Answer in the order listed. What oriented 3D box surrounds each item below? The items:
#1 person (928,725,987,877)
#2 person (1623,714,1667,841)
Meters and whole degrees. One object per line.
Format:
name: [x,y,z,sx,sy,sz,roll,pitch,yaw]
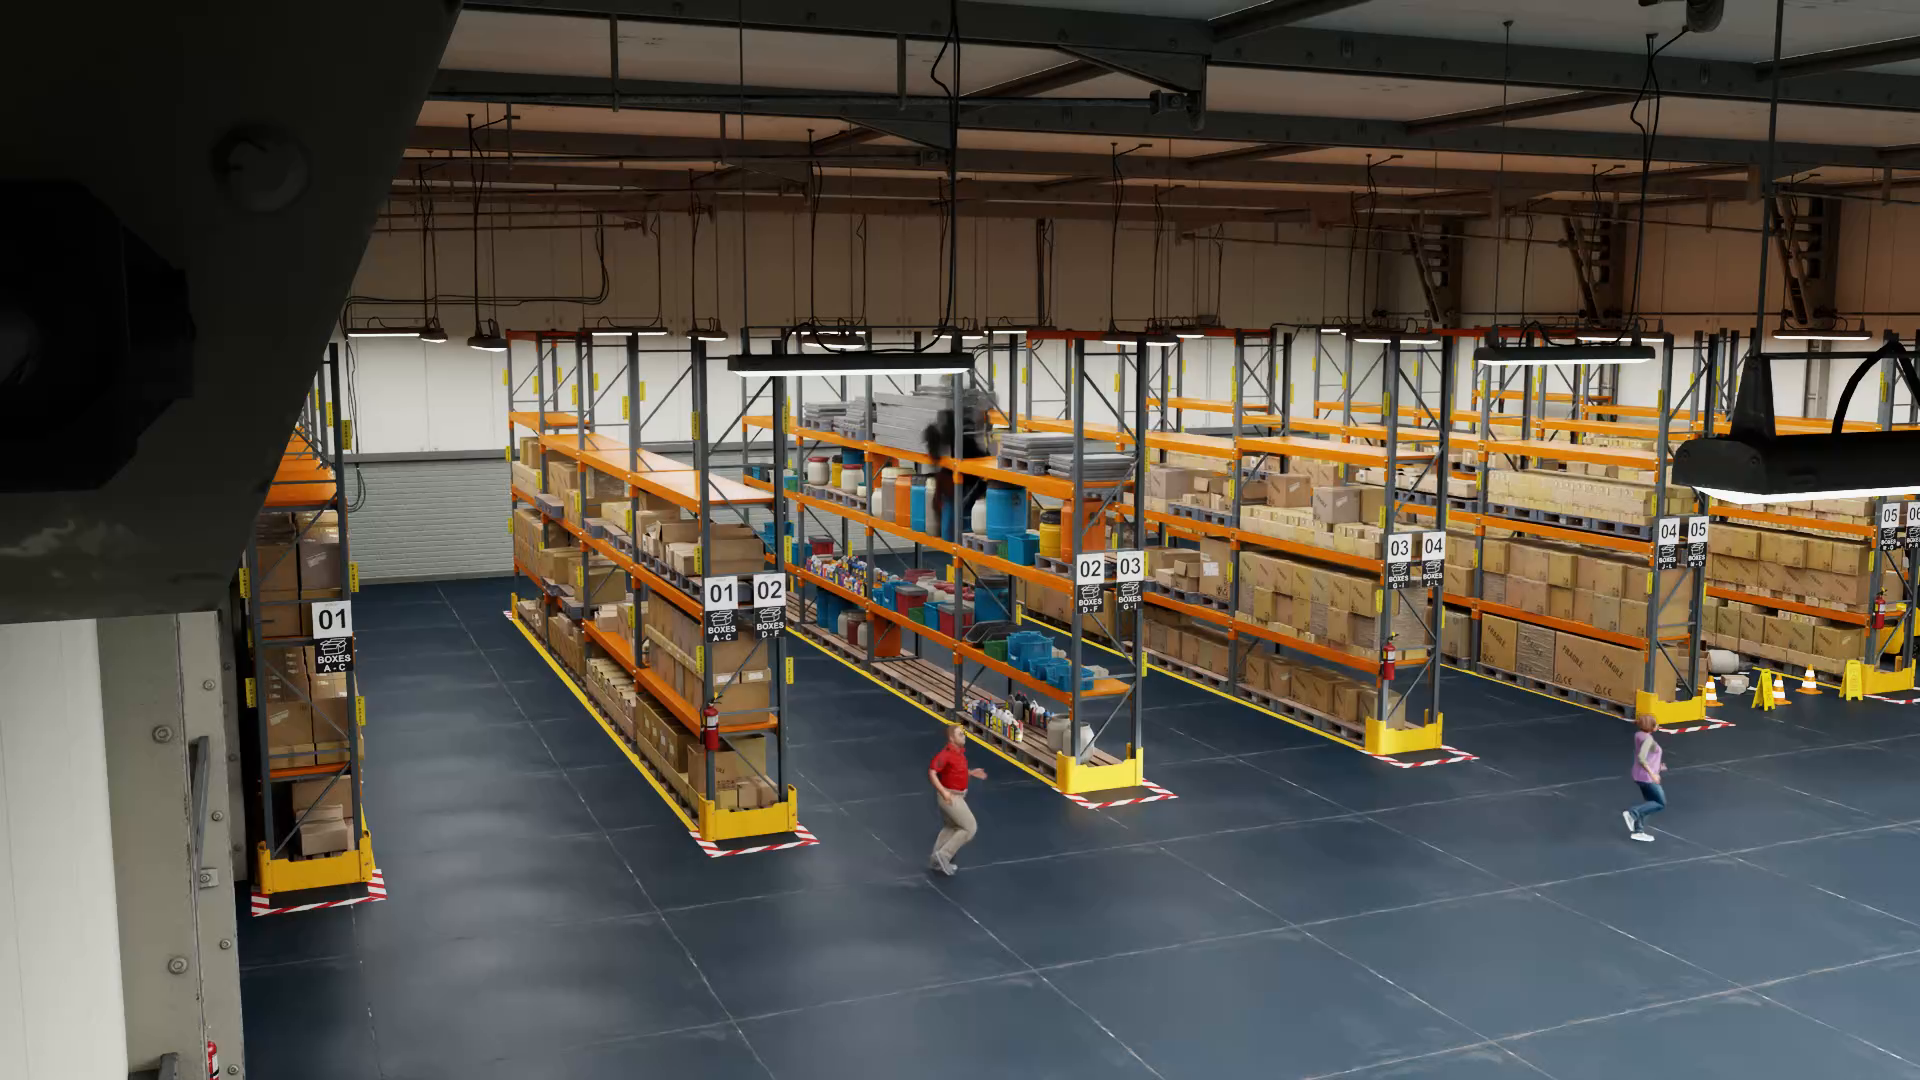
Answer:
person: [-0.026,2.941,18.856,0.655,1.719,0.636,1,8,6]
person: [8.267,2.862,19.993,0.501,1.557,0.540,1,8,5]
